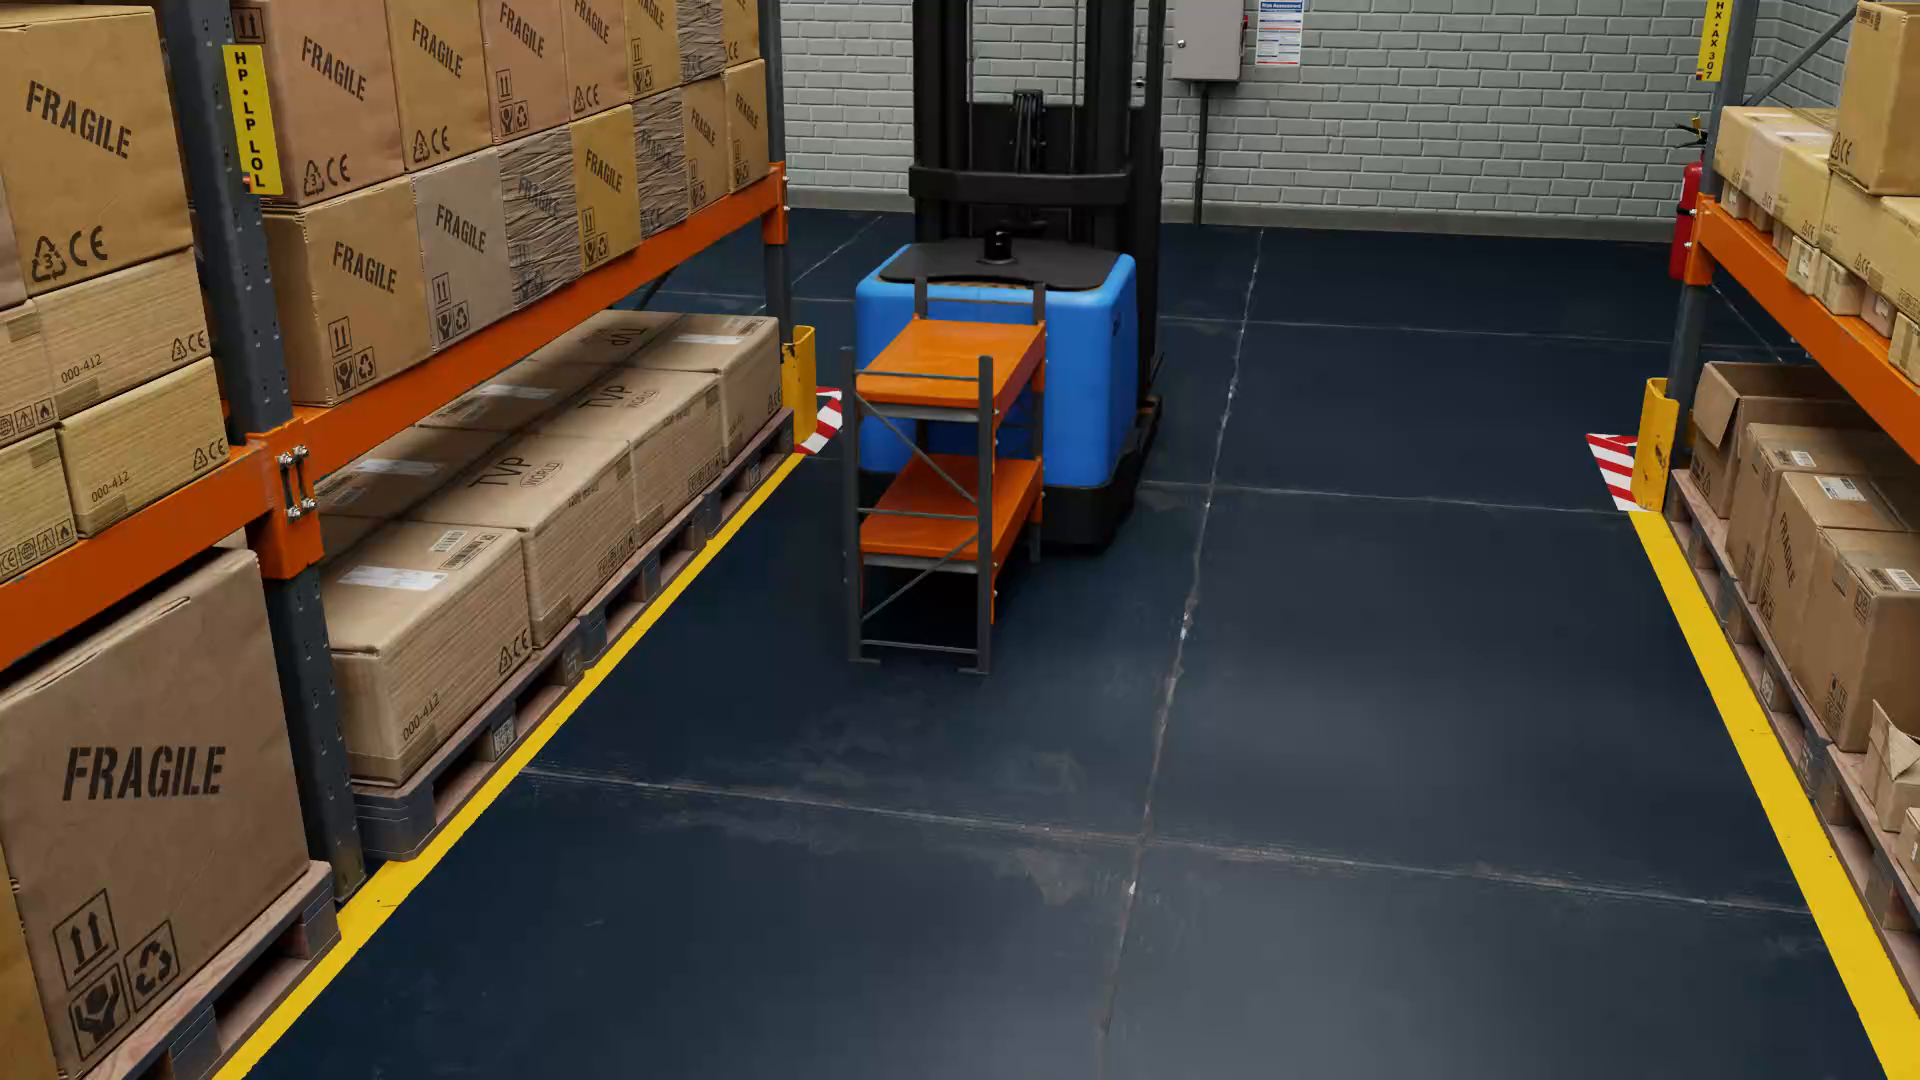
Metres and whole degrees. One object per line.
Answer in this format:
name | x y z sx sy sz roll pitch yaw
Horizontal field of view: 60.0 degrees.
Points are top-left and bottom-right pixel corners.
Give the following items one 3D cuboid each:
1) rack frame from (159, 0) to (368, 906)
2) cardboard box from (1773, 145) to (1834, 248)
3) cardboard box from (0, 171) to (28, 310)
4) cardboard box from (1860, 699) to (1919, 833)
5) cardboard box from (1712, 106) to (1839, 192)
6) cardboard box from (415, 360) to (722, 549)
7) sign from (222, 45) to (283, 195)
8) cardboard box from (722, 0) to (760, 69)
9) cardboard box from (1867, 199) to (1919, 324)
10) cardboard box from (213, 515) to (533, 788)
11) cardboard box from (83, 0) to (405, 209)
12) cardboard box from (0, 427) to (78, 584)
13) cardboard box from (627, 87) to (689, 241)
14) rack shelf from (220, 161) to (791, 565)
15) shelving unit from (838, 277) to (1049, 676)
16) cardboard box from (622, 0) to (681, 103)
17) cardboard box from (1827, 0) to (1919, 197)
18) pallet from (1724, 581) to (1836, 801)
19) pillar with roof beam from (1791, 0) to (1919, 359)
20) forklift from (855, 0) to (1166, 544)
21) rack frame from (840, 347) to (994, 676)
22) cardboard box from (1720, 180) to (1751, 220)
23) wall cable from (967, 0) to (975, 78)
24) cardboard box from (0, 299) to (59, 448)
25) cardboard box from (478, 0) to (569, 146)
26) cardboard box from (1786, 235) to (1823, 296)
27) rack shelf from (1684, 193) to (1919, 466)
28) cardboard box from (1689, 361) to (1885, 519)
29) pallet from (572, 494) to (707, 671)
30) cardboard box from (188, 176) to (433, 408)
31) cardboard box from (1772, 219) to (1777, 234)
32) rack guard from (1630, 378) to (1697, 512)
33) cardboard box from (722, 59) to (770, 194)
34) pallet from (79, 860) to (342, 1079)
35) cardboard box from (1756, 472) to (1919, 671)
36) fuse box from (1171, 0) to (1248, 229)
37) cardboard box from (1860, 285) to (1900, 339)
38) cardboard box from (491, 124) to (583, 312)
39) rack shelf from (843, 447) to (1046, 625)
rack frame | -2.121 -0.477 4.022 1.000 3.000 0.127 4 22 11
cardboard box | 2.996 -1.116 5.411 0.500 0.250 0.500 4 22 10
cardboard box | -2.065 -0.615 2.892 0.500 0.500 0.500 5 22 12
cardboard box | 2.638 0.617 4.404 0.396 0.266 0.258 5 23 13
cardboard box | 3.199 -1.486 6.330 0.500 0.250 0.500 5 22 11
cardboard box | -1.520 -0.362 6.604 0.875 0.438 0.875 5 22 12
sign | -1.588 -0.939 3.727 0.100 0.325 0.005 4 22 11
cardboard box | -1.170 -2.255 6.966 0.500 0.500 0.500 5 23 13
cardboard box | 2.807 -0.739 4.475 0.500 0.250 0.500 4 22 11
cardboard box | -1.888 0.295 4.972 0.875 0.438 0.875 4 22 10
cardboard box | -1.787 -1.143 4.204 0.500 0.500 0.500 5 22 11
cardboard box | -2.071 -0.038 3.133 0.500 0.250 0.500 4 22 10
cardboard box | -1.357 -1.418 6.226 0.500 0.500 0.500 5 22 12
rack shelf | -1.713 -0.875 5.973 1.077 0.370 4.000 4 22 11
shelving unit | -0.033 -0.267 6.012 0.538 1.125 1.048 5 22 11
cardboard box | -1.352 -1.881 6.038 0.500 0.500 0.500 4 22 11
cardboard box | 2.893 -1.285 4.828 0.500 0.500 0.500 5 22 12
pallet | 3.127 0.495 5.342 1.003 0.211 1.213 4 22 11
pillar with roof beam | 0.773 -5.591 8.691 9.100 9.000 0.400 4 22 11
forklift | 0.389 -1.861 7.552 1.130 2.935 3.031 5 22 11
rack frame | -0.140 -0.082 5.551 0.500 1.125 0.032 5 22 11
cardboard box | 3.220 -1.347 6.519 0.380 0.149 0.250 4 22 11
wall cable | -0.177 -4.490 12.584 0.585 1.953 0.123 4 22 11
cardboard box | -2.068 -0.276 3.055 0.500 0.250 0.500 5 22 12
cardboard box | -1.562 -1.513 5.124 0.500 0.500 0.500 5 22 12
cardboard box | 2.908 -0.880 5.359 0.380 0.149 0.250 4 22 9
rack shelf | 3.147 -0.498 5.037 1.077 0.370 4.000 4 22 11
cardboard box | 3.338 -0.383 6.569 0.797 0.503 0.637 4 22 9
pallet | -1.642 0.097 6.330 1.003 0.211 1.213 4 22 11
cardboard box | -1.769 -0.675 4.380 0.500 0.500 0.500 5 23 13
cardboard box | 3.193 -1.152 6.034 0.380 0.149 0.250 4 22 10
rack guard | 3.540 -0.375 7.117 1.175 0.500 0.348 4 22 11
cardboard box | -1.144 -1.790 7.148 0.500 0.500 0.500 5 22 11
pallet | -2.205 1.105 3.828 1.003 0.211 1.213 4 22 11
cardboard box | 2.919 0.114 5.340 0.500 0.500 0.500 5 22 12
fuse box | 1.850 -3.193 12.490 0.539 1.711 0.414 4 22 11
cardboard box | 2.889 -0.682 4.868 0.380 0.149 0.250 4 22 11
cardboard box | -1.554 -1.040 5.287 0.500 0.500 0.500 5 22 11
rack shelf | -0.033 -0.041 6.103 0.538 0.278 1.000 5 22 11
